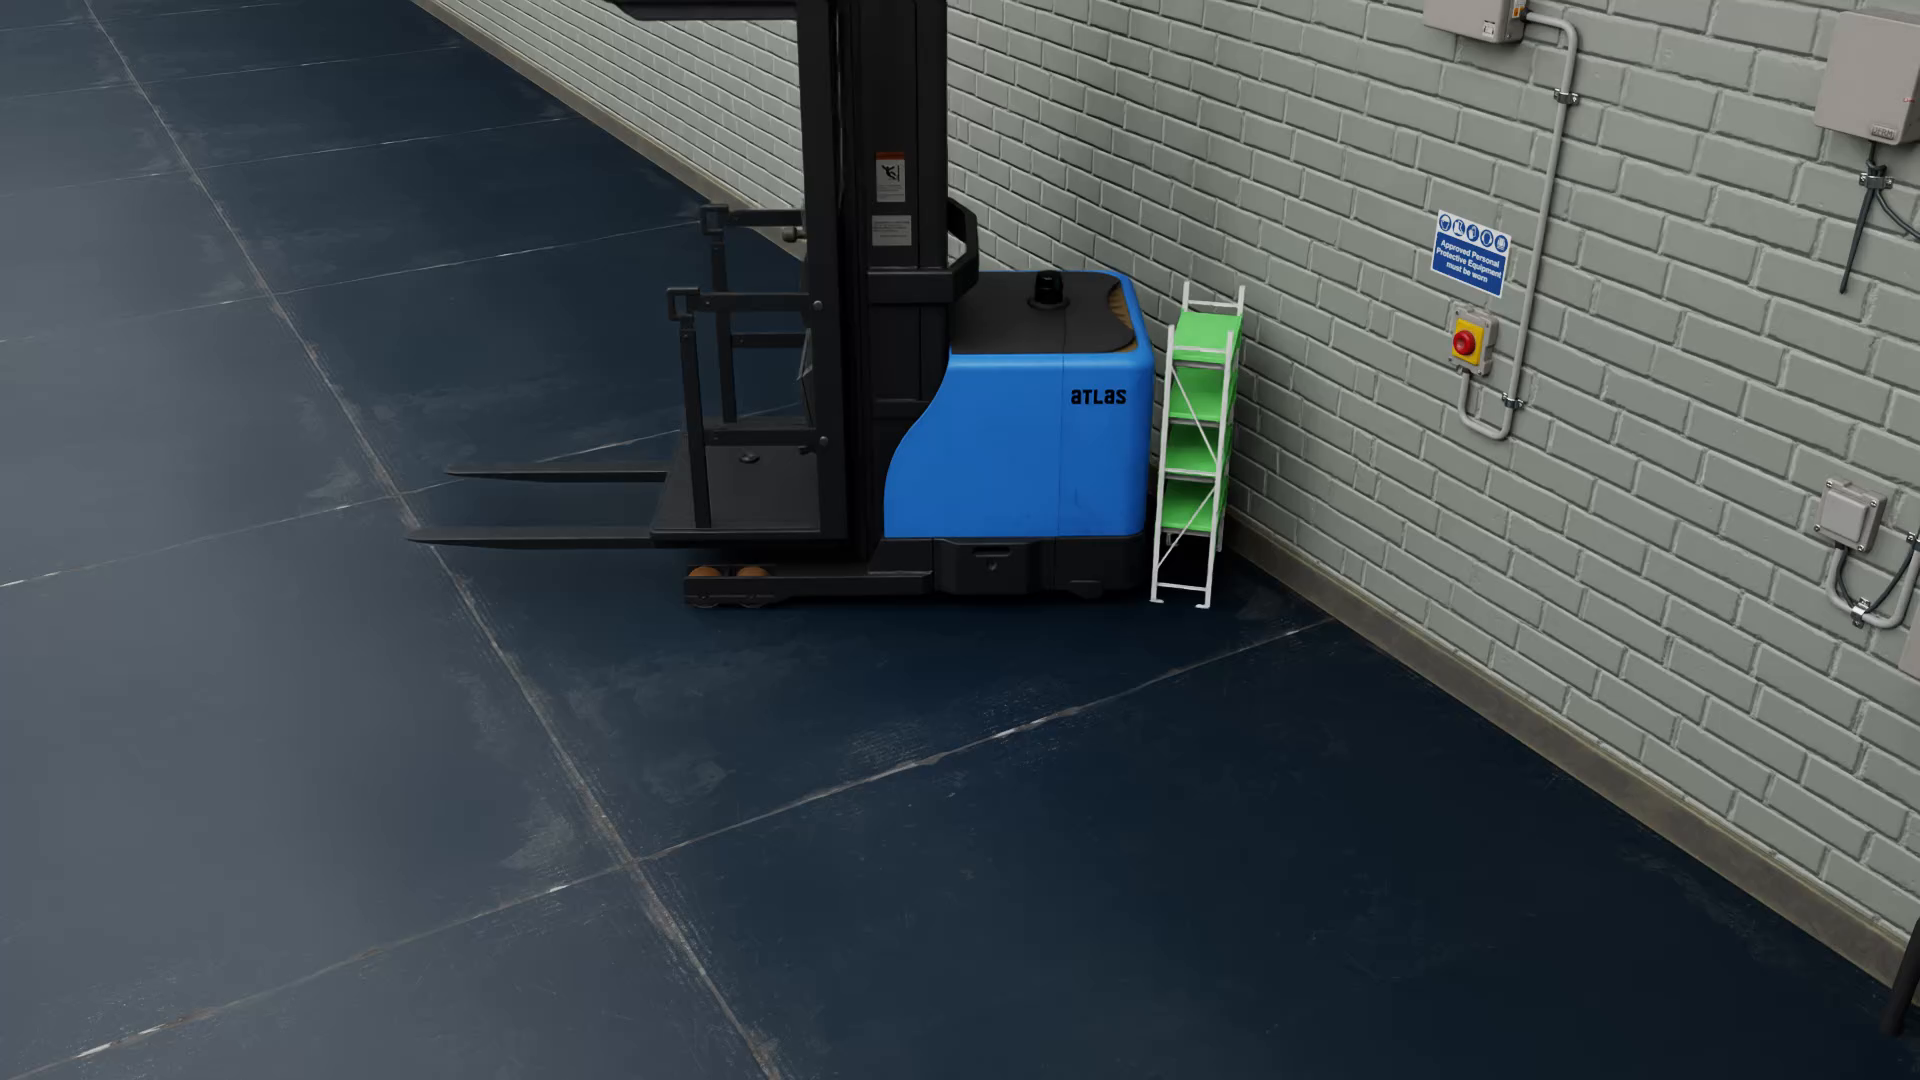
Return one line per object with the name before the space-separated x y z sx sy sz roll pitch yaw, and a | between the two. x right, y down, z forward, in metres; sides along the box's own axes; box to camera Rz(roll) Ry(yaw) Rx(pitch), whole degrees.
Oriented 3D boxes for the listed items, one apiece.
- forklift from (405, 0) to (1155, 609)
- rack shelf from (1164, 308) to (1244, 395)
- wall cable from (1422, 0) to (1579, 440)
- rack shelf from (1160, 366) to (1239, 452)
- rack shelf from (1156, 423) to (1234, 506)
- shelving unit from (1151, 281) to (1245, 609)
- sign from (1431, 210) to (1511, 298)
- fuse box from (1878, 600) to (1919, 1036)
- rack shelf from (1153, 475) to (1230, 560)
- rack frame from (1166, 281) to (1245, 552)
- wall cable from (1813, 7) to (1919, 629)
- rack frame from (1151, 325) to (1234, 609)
forklift | -0.760 -1.264 6.506 3.031 2.935 1.130 0 29 -1
rack shelf | 0.955 -0.742 6.490 0.258 0.148 0.480 7 30 12
wall cable | 1.694 -1.274 5.370 0.123 1.953 0.585 -16 33 -26
rack shelf | 0.955 -0.532 6.606 0.258 0.148 0.480 7 30 12
rack shelf | 0.954 -0.321 6.722 0.258 0.148 0.480 7 30 12
shelving unit | 0.954 -0.377 6.691 0.258 1.200 0.503 7 30 12
sign | 1.723 -0.969 5.621 0.001 0.218 0.327 -16 33 -26
fuse box | 2.633 0.660 4.284 0.414 1.711 0.539 -16 33 -26
rack shelf | 0.954 -0.111 6.838 0.258 0.148 0.480 7 30 12
rack frame | 1.011 -0.492 6.899 0.240 1.200 0.015 7 30 12
wall cable | 2.423 -0.672 4.312 0.122 1.984 0.588 -16 33 -26
rack frame | 0.898 -0.263 6.484 0.240 1.200 0.015 7 30 12
